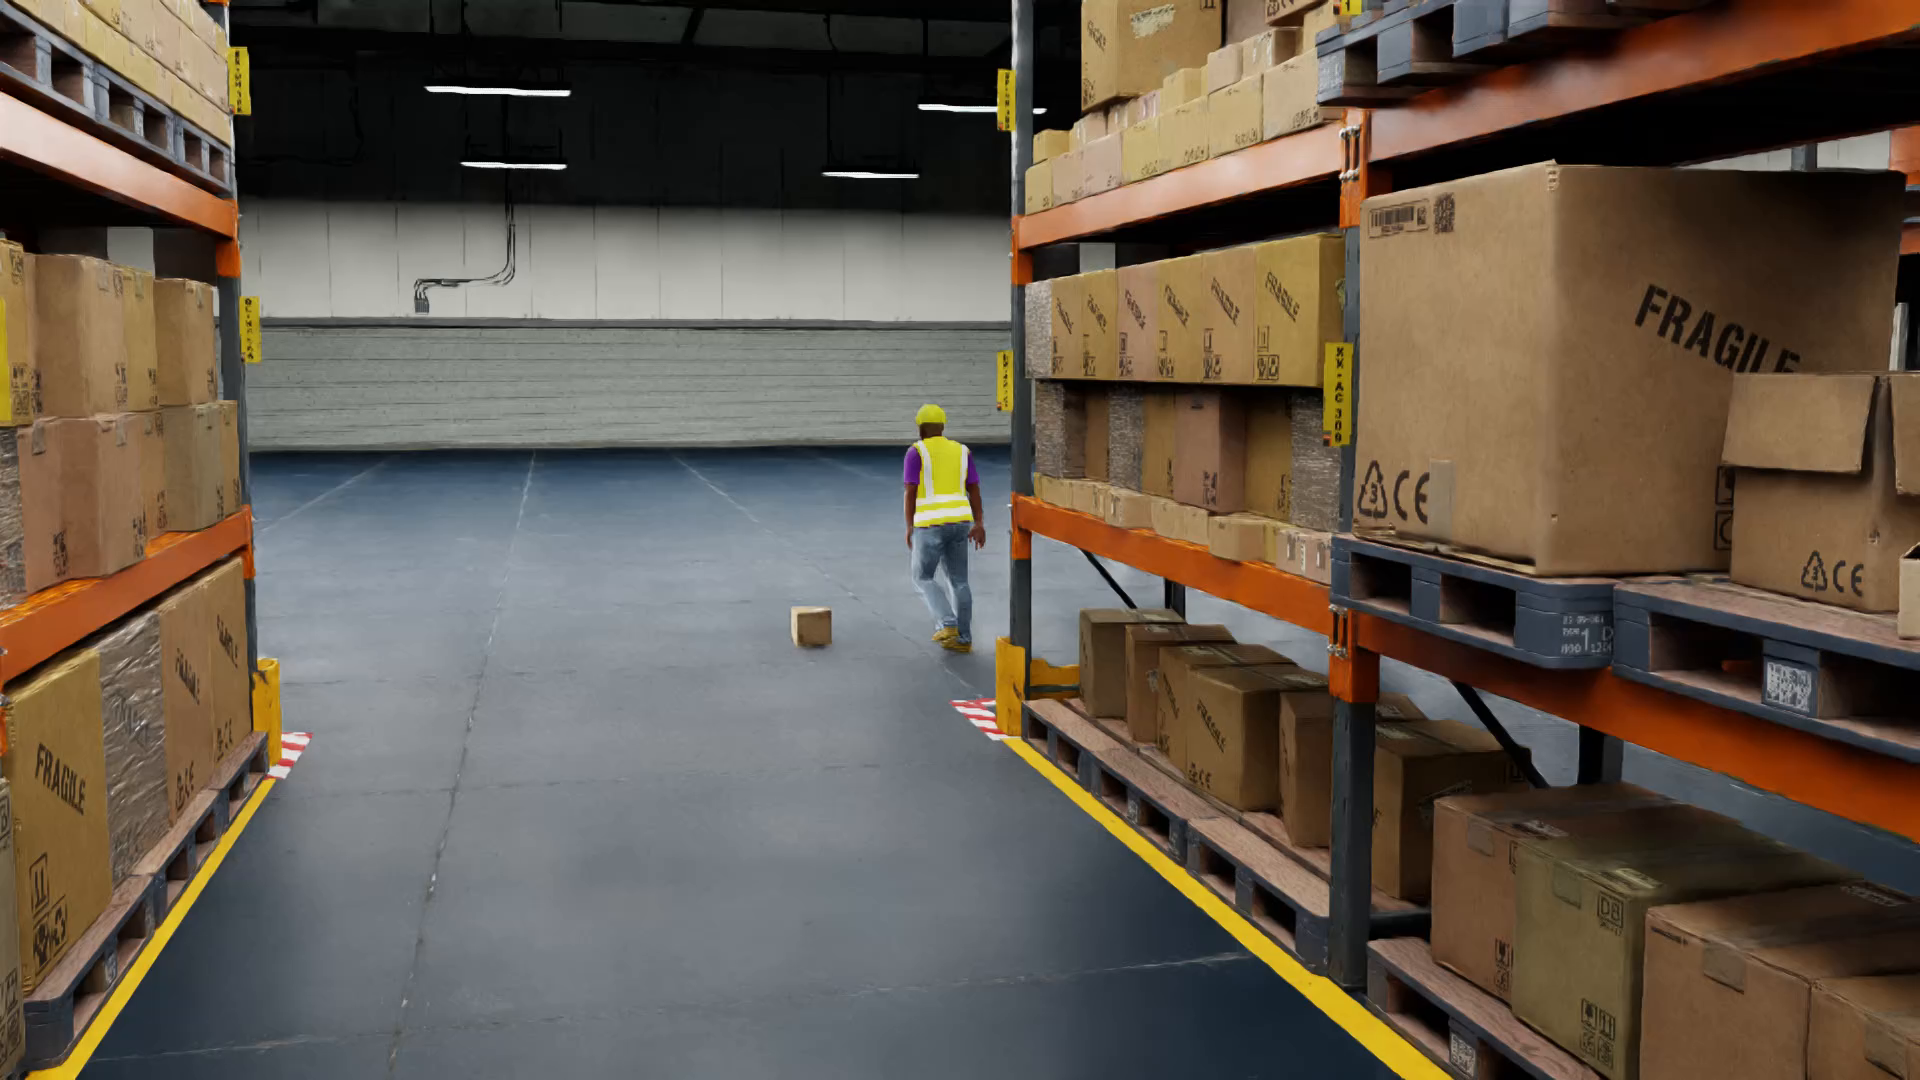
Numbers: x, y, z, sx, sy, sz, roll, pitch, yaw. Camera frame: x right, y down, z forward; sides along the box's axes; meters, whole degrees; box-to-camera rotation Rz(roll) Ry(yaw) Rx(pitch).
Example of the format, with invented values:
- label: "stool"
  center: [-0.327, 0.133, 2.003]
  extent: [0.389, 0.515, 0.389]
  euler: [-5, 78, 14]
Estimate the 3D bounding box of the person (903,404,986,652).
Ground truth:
- label: "person"
  center: [-0.122, -0.086, 11.722]
  extent: [0.577, 1.739, 0.679]
  euler: [-4, 7, -32]
